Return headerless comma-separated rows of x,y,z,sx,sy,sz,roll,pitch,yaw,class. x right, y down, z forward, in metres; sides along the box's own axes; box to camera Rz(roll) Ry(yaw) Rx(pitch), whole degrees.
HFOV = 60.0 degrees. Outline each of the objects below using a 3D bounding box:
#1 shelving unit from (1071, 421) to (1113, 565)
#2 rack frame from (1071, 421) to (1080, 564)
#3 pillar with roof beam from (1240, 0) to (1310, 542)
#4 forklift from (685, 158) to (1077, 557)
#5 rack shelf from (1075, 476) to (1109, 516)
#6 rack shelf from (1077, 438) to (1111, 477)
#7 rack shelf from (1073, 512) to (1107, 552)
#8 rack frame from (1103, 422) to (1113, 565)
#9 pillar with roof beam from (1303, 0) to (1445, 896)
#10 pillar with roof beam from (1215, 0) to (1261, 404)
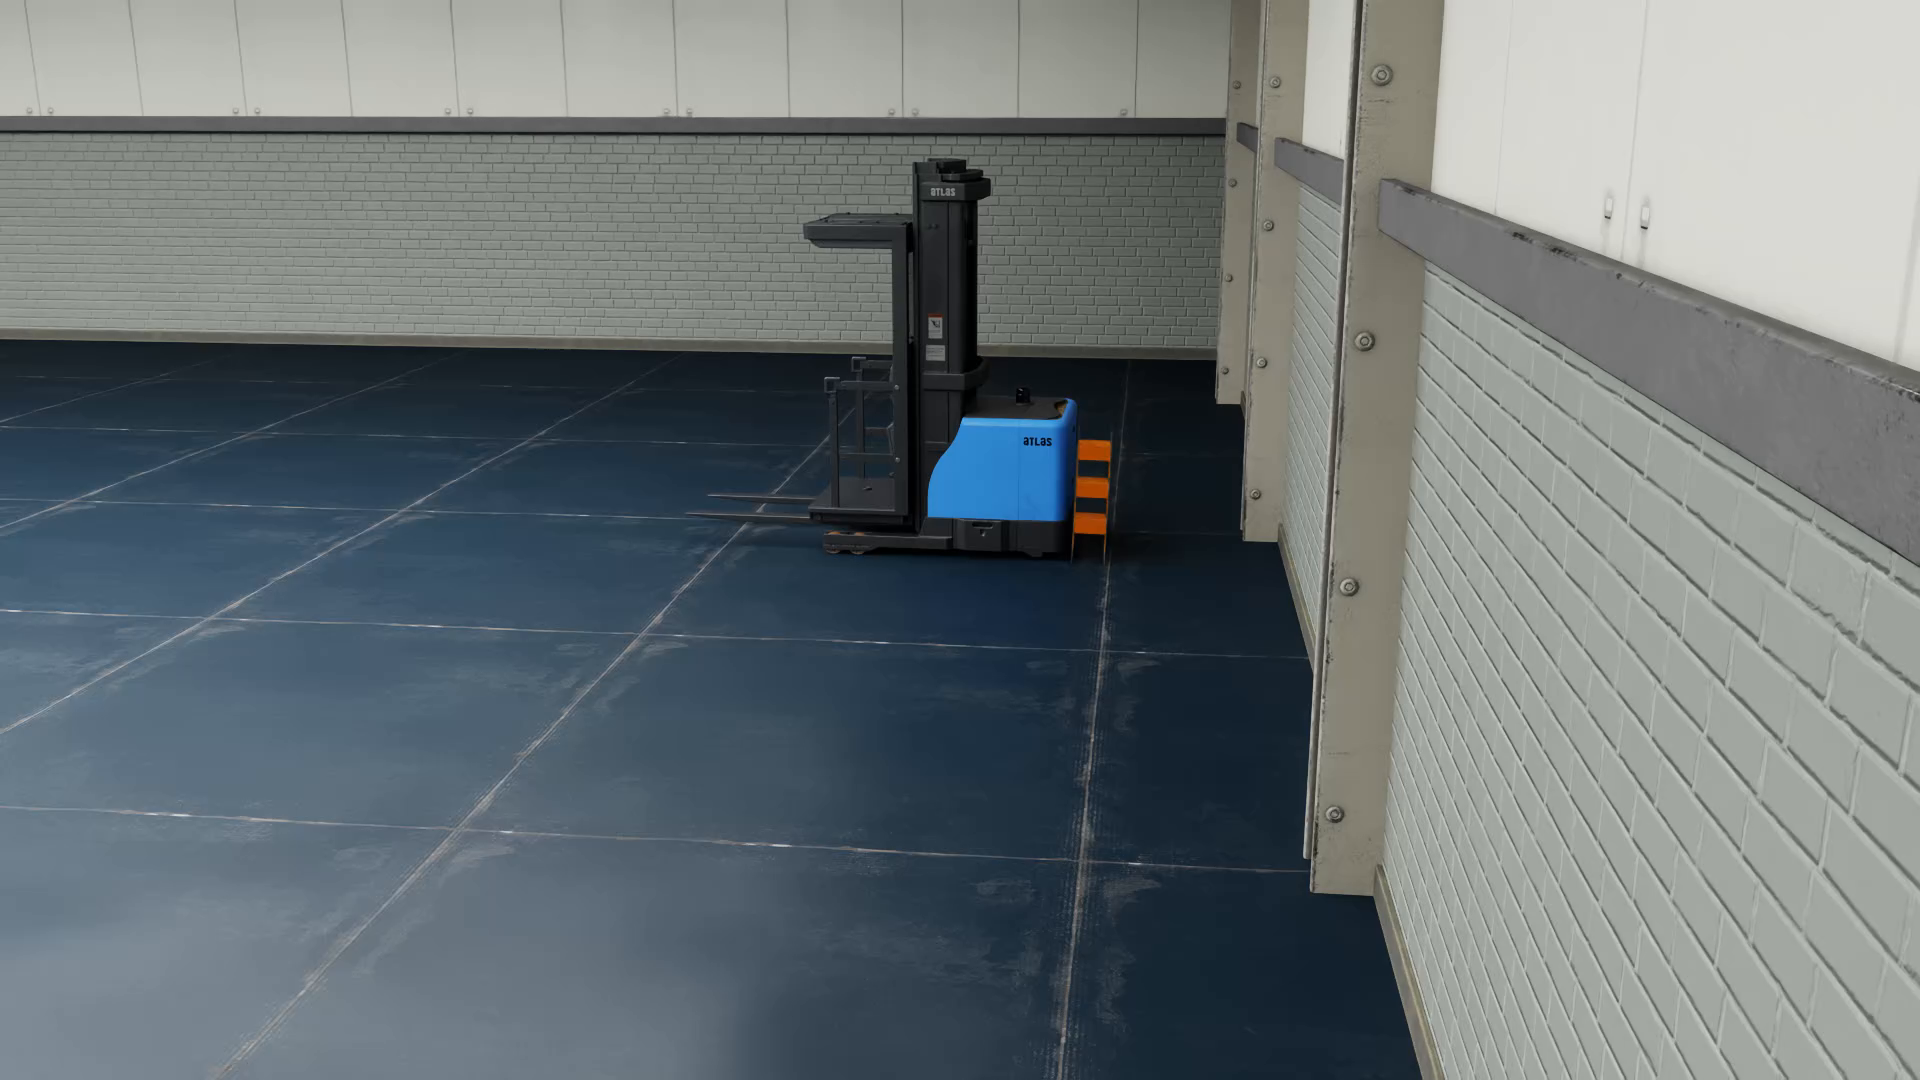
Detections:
0.984,-0.349,12.425,0.252,1.050,0.215,3,15,3,shelving unit
0.863,-0.356,12.431,0.008,1.050,0.200,3,15,3,rack frame
-1.868,-4.510,12.601,9.100,9.000,0.400,2,15,6,pillar with roof beam
-0.620,-1.438,12.866,3.031,2.935,1.130,2,15,8,forklift
0.984,-0.339,12.428,0.240,0.259,0.215,3,15,3,rack shelf
0.995,-0.613,12.353,0.240,0.259,0.215,3,15,3,rack shelf
0.973,-0.071,12.501,0.240,0.259,0.215,3,15,3,rack shelf
1.106,-0.343,12.419,0.008,1.050,0.200,3,15,3,rack frame
-2.545,-2.954,6.846,9.100,9.000,0.400,2,15,6,pillar with roof beam
-1.191,-6.066,18.356,9.100,9.000,0.400,2,15,6,pillar with roof beam
